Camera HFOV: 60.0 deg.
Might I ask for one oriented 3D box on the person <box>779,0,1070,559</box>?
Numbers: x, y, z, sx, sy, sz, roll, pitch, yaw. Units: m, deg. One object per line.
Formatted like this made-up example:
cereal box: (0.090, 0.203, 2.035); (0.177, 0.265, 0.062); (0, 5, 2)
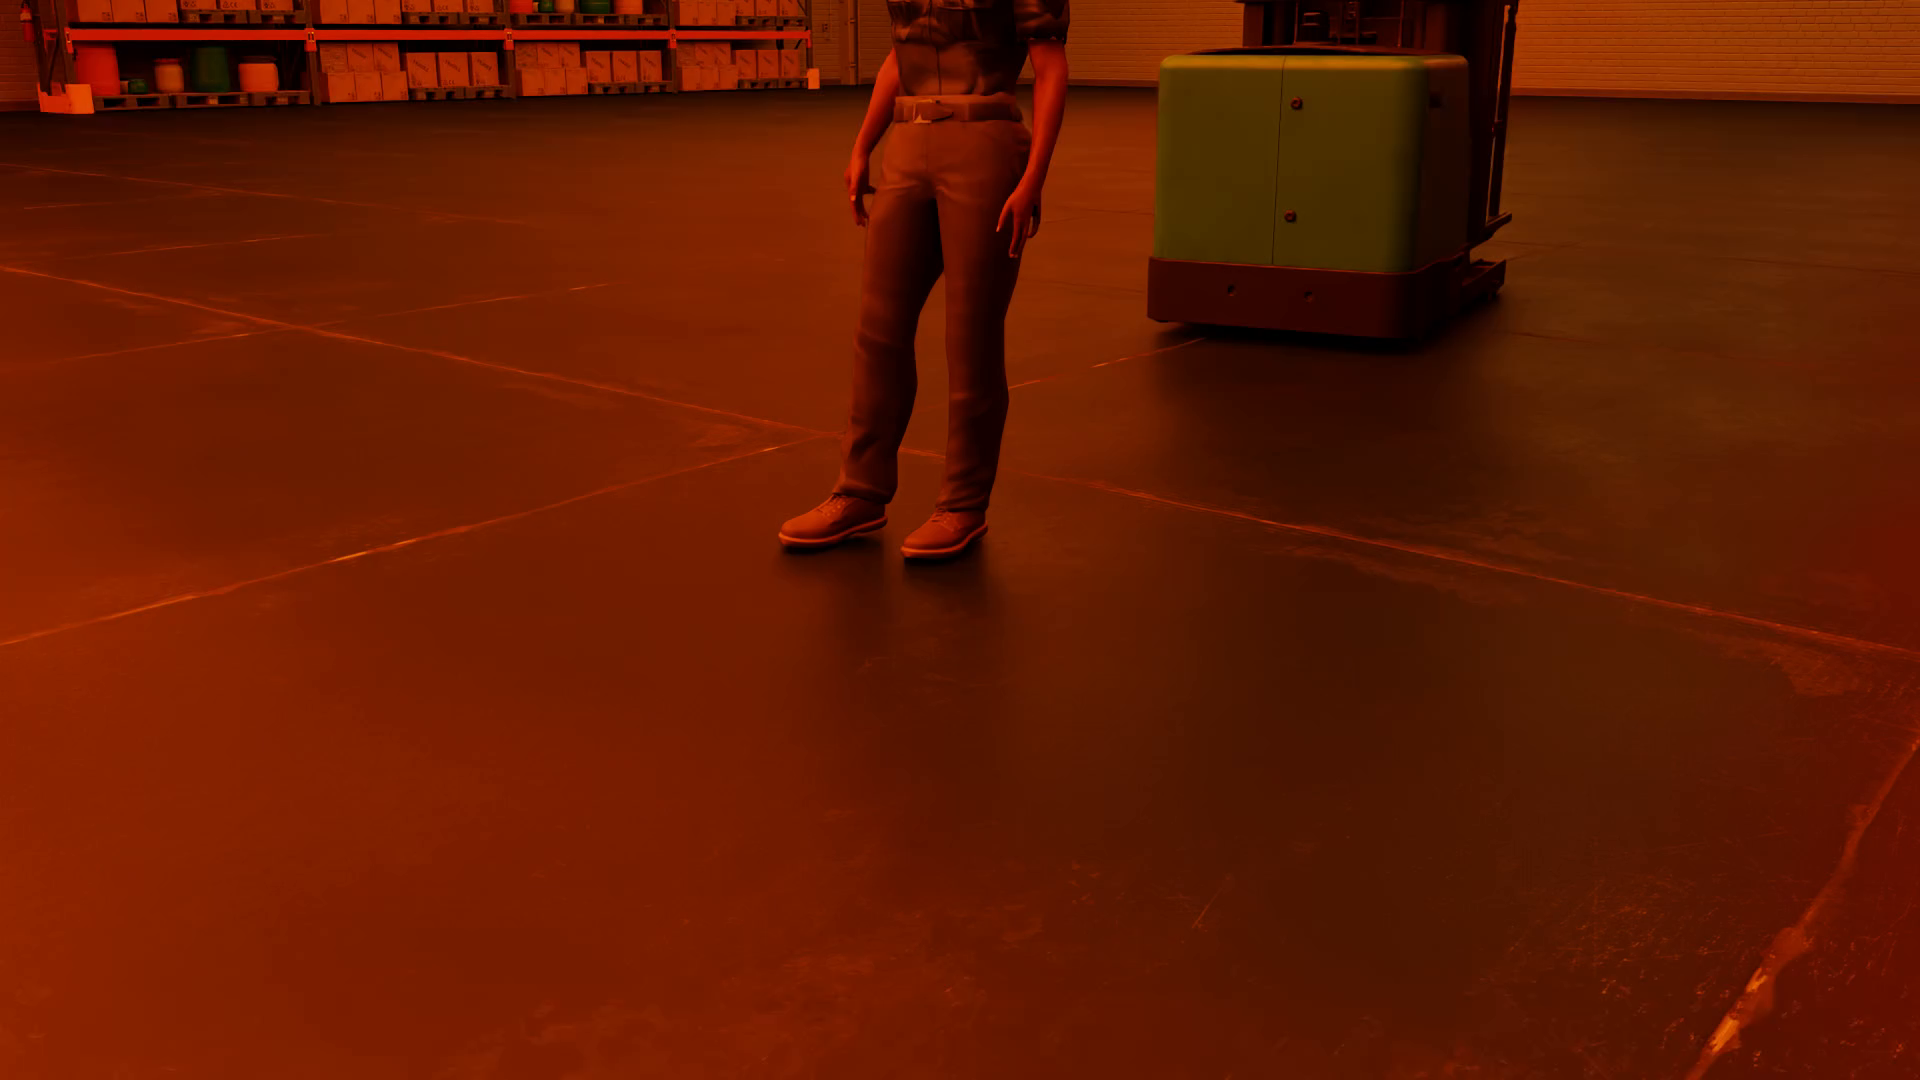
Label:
person: (-0.071, -0.783, 3.647); (0.569, 1.656, 0.503); (13, 21, 37)

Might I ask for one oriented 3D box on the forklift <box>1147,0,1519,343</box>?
forklift: (1.865, -2.529, 7.227); (1.130, 2.935, 3.031); (8, 19, 26)
